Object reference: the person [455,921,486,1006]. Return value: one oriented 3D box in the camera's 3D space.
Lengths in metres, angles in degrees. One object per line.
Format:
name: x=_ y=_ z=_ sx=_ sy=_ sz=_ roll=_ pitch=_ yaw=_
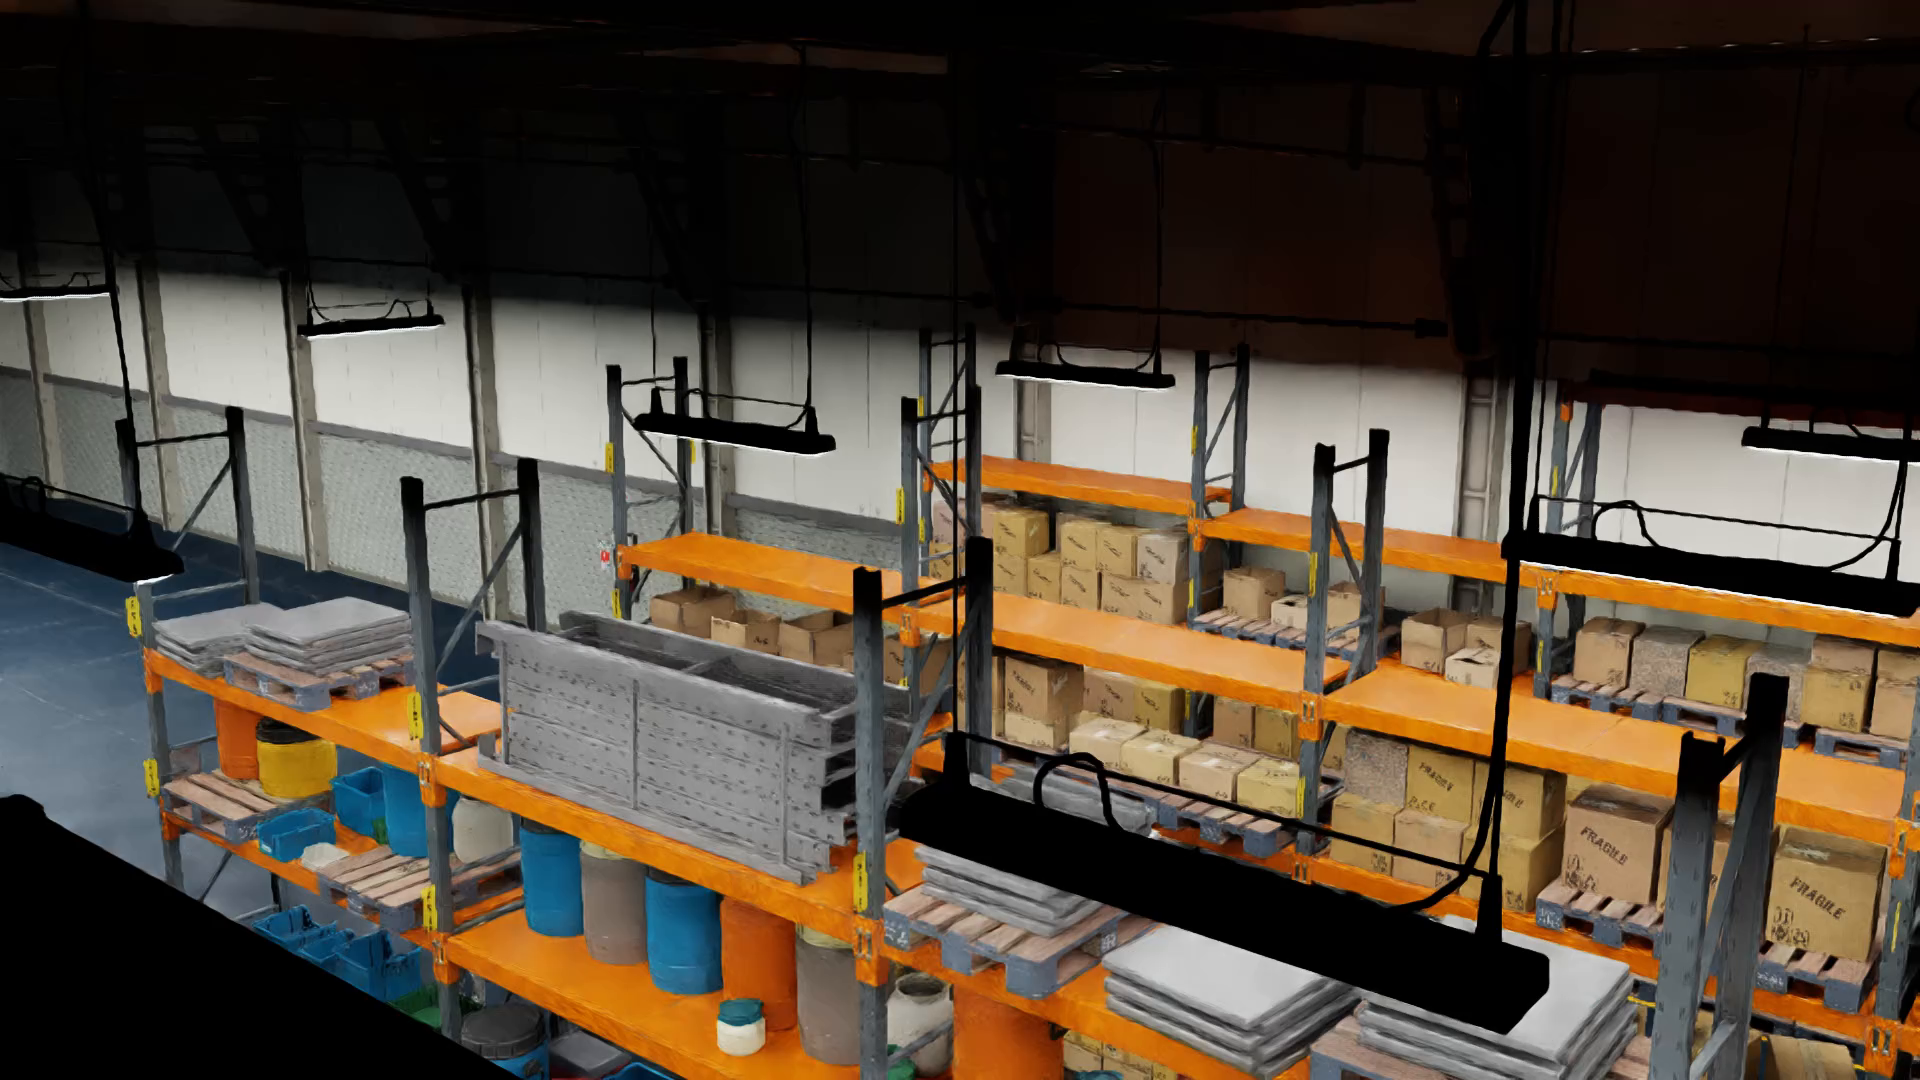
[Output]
person: x=-4.805 y=3.710 z=15.961 sx=0.532 sy=1.676 sz=0.409 roll=2 pitch=13 yaw=8
